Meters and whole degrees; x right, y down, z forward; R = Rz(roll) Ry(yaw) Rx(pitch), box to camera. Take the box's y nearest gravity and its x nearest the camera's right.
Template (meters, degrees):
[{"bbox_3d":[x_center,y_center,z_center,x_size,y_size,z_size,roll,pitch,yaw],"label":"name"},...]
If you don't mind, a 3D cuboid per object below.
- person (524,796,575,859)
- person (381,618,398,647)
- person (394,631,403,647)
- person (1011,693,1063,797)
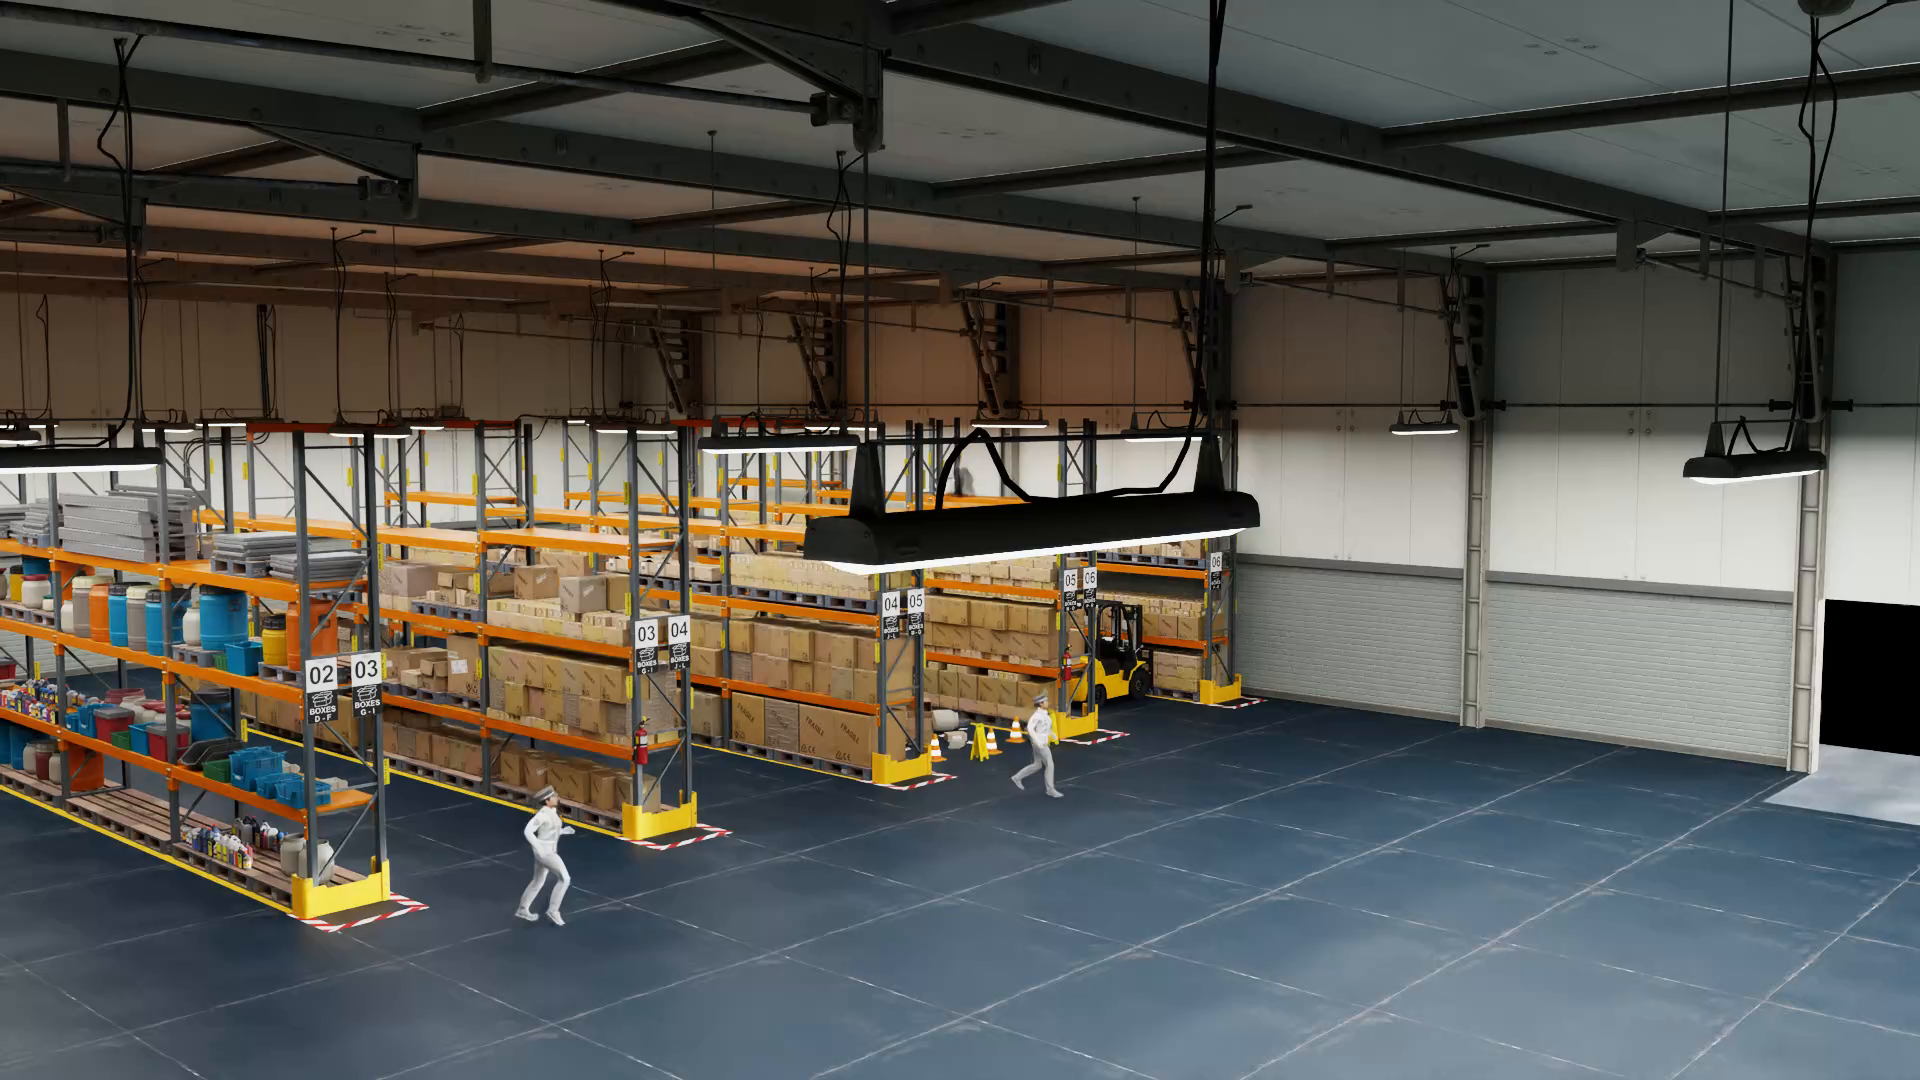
[{"bbox_3d":[-4.988,3.418,20.221,0.587,0.808,0.590,-1,5,-12],"label":"person"},{"bbox_3d":[-13.717,2.195,39.924,0.598,1.722,0.720,-1,5,-14],"label":"person"},{"bbox_3d":[-13.646,2.260,40.242,0.937,1.539,0.524,-4,6,-40],"label":"person"},{"bbox_3d":[1.249,3.307,26.877,0.857,1.700,0.626,0,5,5],"label":"person"}]
